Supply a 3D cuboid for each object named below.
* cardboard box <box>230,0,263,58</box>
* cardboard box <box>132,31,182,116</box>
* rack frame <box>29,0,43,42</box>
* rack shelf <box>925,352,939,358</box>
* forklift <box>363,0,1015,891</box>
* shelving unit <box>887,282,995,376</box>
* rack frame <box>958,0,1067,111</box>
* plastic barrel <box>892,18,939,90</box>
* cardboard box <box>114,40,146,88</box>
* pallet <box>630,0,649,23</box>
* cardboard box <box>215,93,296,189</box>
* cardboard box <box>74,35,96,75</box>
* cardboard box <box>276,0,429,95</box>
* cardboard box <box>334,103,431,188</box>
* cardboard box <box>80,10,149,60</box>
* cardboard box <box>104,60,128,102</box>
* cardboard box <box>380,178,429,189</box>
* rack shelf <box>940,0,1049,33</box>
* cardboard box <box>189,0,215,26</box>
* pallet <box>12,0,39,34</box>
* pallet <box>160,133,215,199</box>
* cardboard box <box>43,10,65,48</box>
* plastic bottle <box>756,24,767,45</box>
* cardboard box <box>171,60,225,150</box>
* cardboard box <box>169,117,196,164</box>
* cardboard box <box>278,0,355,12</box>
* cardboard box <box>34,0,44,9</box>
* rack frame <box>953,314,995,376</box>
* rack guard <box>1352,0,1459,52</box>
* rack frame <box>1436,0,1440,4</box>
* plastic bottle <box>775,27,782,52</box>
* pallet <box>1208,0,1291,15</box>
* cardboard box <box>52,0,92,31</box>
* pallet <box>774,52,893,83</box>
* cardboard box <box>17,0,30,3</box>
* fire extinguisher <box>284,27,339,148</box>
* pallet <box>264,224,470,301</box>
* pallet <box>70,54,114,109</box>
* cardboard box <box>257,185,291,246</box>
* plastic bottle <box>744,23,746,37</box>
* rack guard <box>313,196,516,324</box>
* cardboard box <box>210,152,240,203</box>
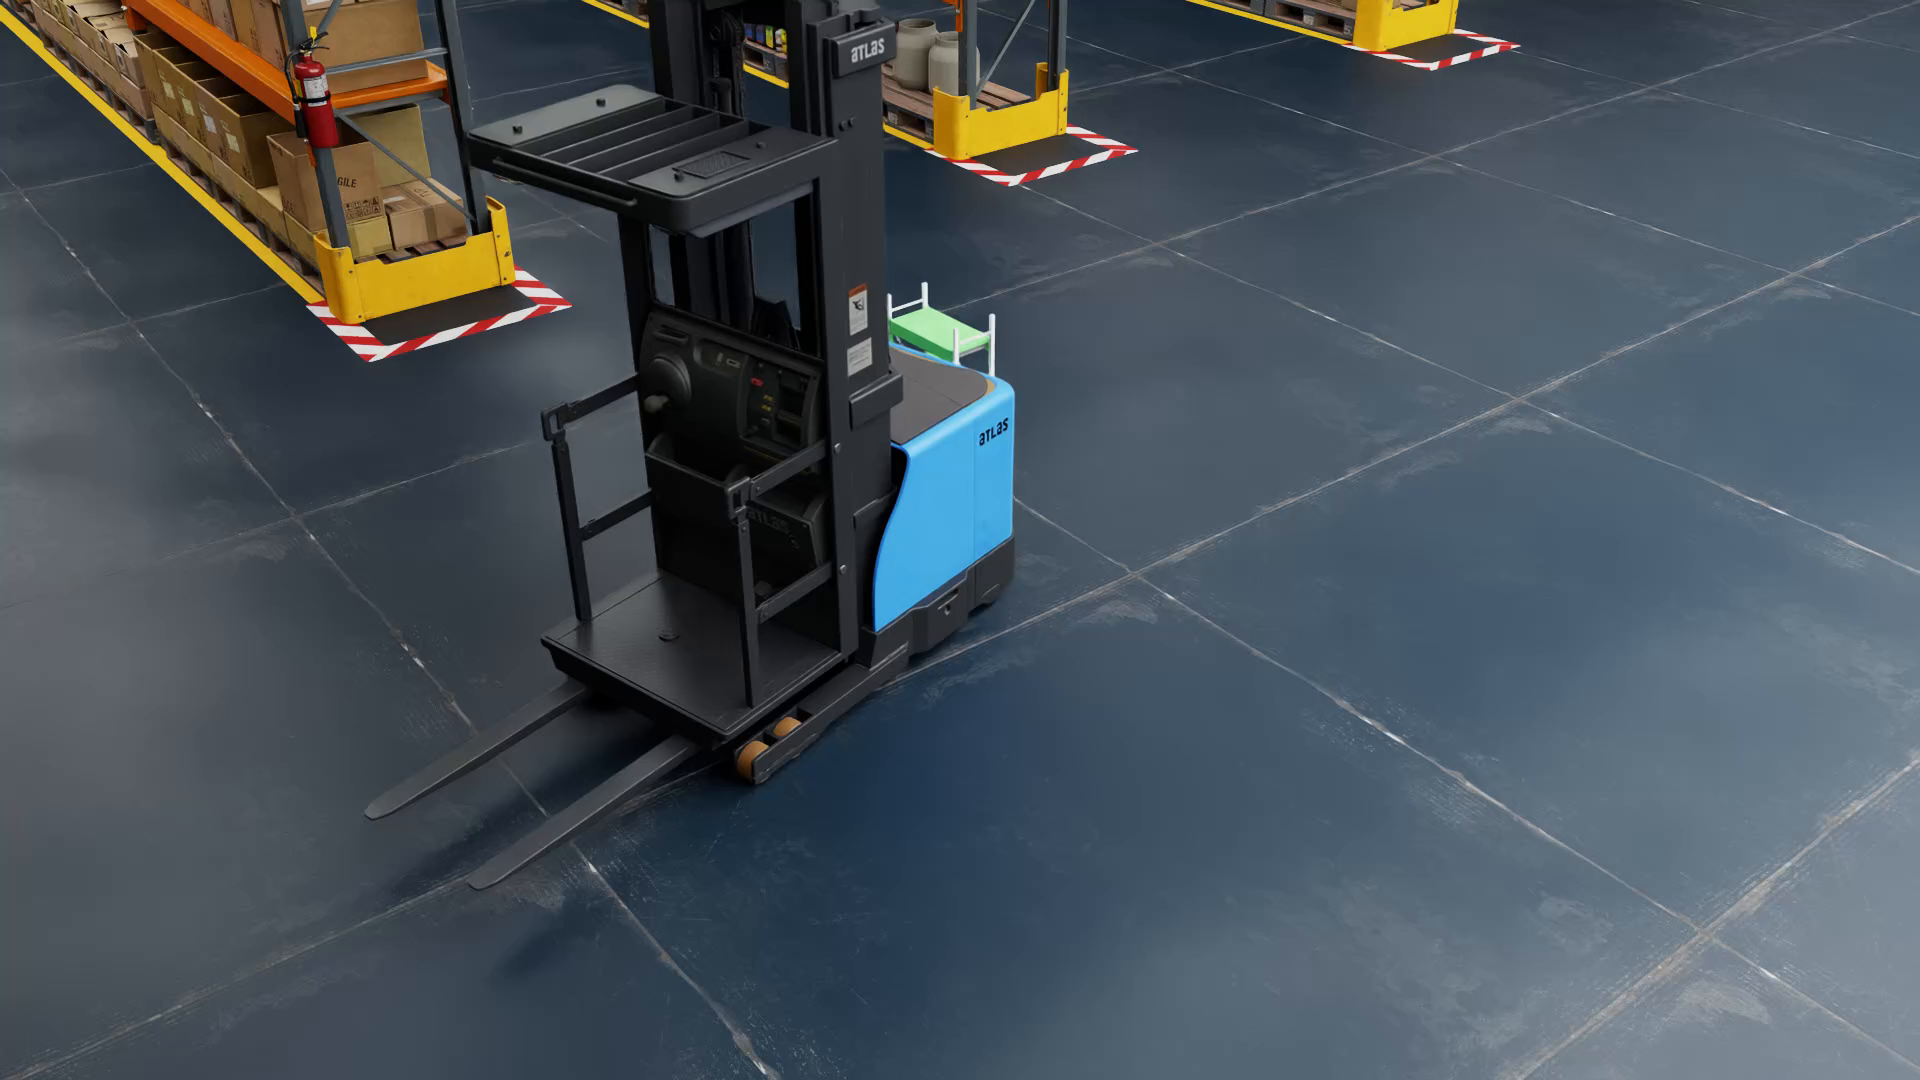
[{"bbox_3d":[-4.401,-3.549,11.027,0.700,0.500,0.500,-22,38,-31],"label":"cardboard box"},{"bbox_3d":[-5.915,-3.583,12.674,0.500,0.500,0.500,-22,38,-31],"label":"cardboard box"},{"bbox_3d":[-8.405,-6.216,15.415,1.000,3.000,0.127,-22,38,-31],"label":"rack frame"},{"bbox_3d":[-0.095,-0.734,7.961,0.258,0.148,0.480,-24,39,-34],"label":"rack shelf"},{"bbox_3d":[-1.038,-0.564,6.381,1.130,2.935,3.031,22,38,31],"label":"forklift"},{"bbox_3d":[-0.095,-0.584,8.054,0.258,1.200,0.503,-24,39,-34],"label":"shelving unit"},{"bbox_3d":[0.416,-4.483,12.625,1.000,3.000,0.127,-22,38,-31],"label":"rack frame"},{"bbox_3d":[-0.356,-4.063,13.909,0.421,0.512,0.421,0,32,0],"label":"plastic barrel"},{"bbox_3d":[-6.427,-3.874,13.320,0.500,0.311,0.500,-22,38,-31],"label":"cardboard box"},{"bbox_3d":[-2.550,-5.280,16.551,1.003,0.211,1.213,-22,38,-31],"label":"pallet"},{"bbox_3d":[-4.688,-2.750,11.332,0.500,0.500,0.500,-22,38,-31],"label":"cardboard box"},{"bbox_3d":[-7.369,-4.275,14.499,0.500,0.250,0.500,-21,38,-30],"label":"cardboard box"},{"bbox_3d":[-3.776,-3.123,10.341,0.700,0.500,0.500,-22,38,-31],"label":"cardboard box"},{"bbox_3d":[-3.961,-2.714,11.274,0.500,0.500,0.500,-22,38,-31],"label":"cardboard box"},{"bbox_3d":[-7.055,-4.297,14.002,0.500,0.311,0.500,-22,38,-32],"label":"cardboard box"},{"bbox_3d":[-6.744,-3.850,13.813,0.500,0.250,0.500,-23,39,-32],"label":"cardboard box"},{"bbox_3d":[-3.962,-2.395,11.471,0.500,0.250,0.500,-22,38,-31],"label":"cardboard box"},{"bbox_3d":[-0.811,-5.011,14.157,1.077,0.370,4.000,-22,38,-31],"label":"rack shelf"},{"bbox_3d":[-5.042,-3.980,11.721,0.700,0.500,0.500,-22,38,-31],"label":"cardboard box"},{"bbox_3d":[-8.833,-5.355,16.672,1.003,0.211,1.213,-22,38,-31],"label":"pallet"},{"bbox_3d":[-5.498,-3.019,12.911,1.003,0.211,1.213,-22,38,-31],"label":"pallet"},{"bbox_3d":[-8.007,-4.704,15.189,0.500,0.250,0.500,-23,39,-33],"label":"cardboard box"},{"bbox_3d":[-1.754,-4.662,15.007,0.144,0.351,0.185,-24,39,-33],"label":"plastic bottle"},{"bbox_3d":[-5.302,-3.167,12.003,0.500,0.500,0.500,-22,38,-31],"label":"cardboard box"},{"bbox_3d":[-5.605,-3.058,12.539,0.500,0.250,0.500,-22,38,-31],"label":"cardboard box"},{"bbox_3d":[-3.884,-3.298,10.007,0.380,0.149,0.250,-23,39,-32],"label":"cardboard box"},{"bbox_3d":[-8.316,-5.151,15.378,0.500,0.311,0.500,-21,37,-30],"label":"cardboard box"},{"bbox_3d":[0.064,-0.487,7.896,0.240,1.200,0.015,-24,39,-34],"label":"rack frame"},{"bbox_3d":[4.281,-5.055,15.915,1.175,0.500,0.348,-22,38,-31],"label":"rack guard"},{"bbox_3d":[4.328,-6.085,15.205,1.000,3.000,0.127,-22,38,-31],"label":"rack frame"},{"bbox_3d":[-1.599,-4.473,14.845,0.097,0.201,0.097,0,32,0],"label":"plastic bottle"},{"bbox_3d":[3.067,-5.791,17.373,1.003,0.211,1.213,-22,38,-31],"label":"pallet"},{"bbox_3d":[-7.676,-4.722,14.686,0.500,0.311,0.500,-23,39,-33],"label":"cardboard box"},{"bbox_3d":[-0.906,-4.163,14.753,1.003,0.211,1.213,-22,38,-31],"label":"pallet"},{"bbox_3d":[-9.164,-5.655,16.464,0.500,0.500,0.500,-21,37,-30],"label":"cardboard box"},{"bbox_3d":[-3.794,-2.649,9.746,0.296,0.674,0.183,-22,38,-31],"label":"fire extinguisher"},{"bbox_3d":[-4.002,-2.003,11.274,1.003,0.211,1.213,-22,38,-31],"label":"pallet"},{"bbox_3d":[-7.187,-4.168,14.760,1.003,0.211,1.213,-22,38,-31],"label":"pallet"},{"bbox_3d":[-4.378,-2.225,11.197,0.500,0.250,0.500,-22,38,-31],"label":"cardboard box"},{"bbox_3d":[-1.968,-4.779,15.267,0.152,0.276,0.135,-21,37,-30],"label":"plastic bottle"},{"bbox_3d":[-3.485,-1.810,10.690,1.175,0.500,0.348,-22,38,-31],"label":"rack guard"},{"bbox_3d":[-4.991,-2.641,11.868,0.500,0.250,0.500,-22,38,-31],"label":"cardboard box"}]
